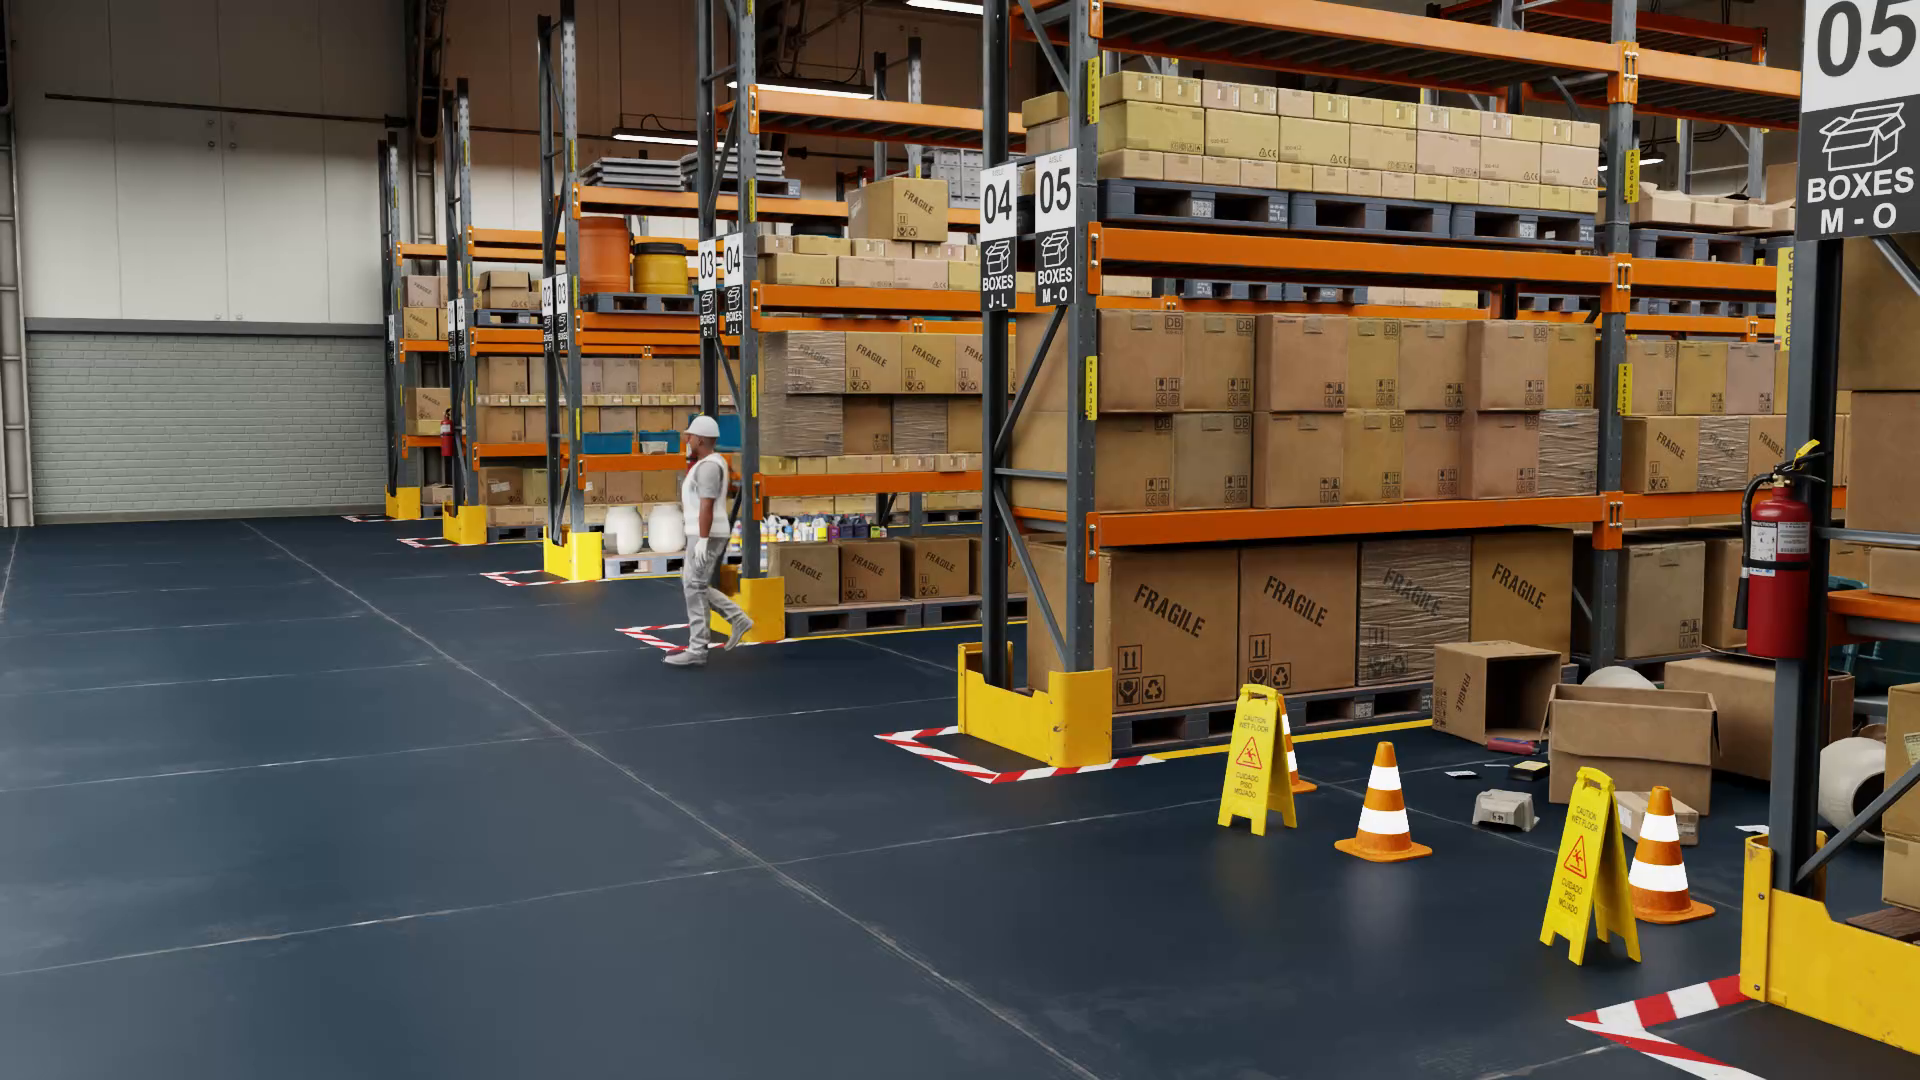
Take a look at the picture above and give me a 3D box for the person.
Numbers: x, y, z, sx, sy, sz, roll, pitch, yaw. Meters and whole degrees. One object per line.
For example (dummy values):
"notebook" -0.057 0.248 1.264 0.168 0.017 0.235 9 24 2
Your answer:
"person" -1.810 -0.008 11.997 0.647 1.773 0.607 -1 5 -8
